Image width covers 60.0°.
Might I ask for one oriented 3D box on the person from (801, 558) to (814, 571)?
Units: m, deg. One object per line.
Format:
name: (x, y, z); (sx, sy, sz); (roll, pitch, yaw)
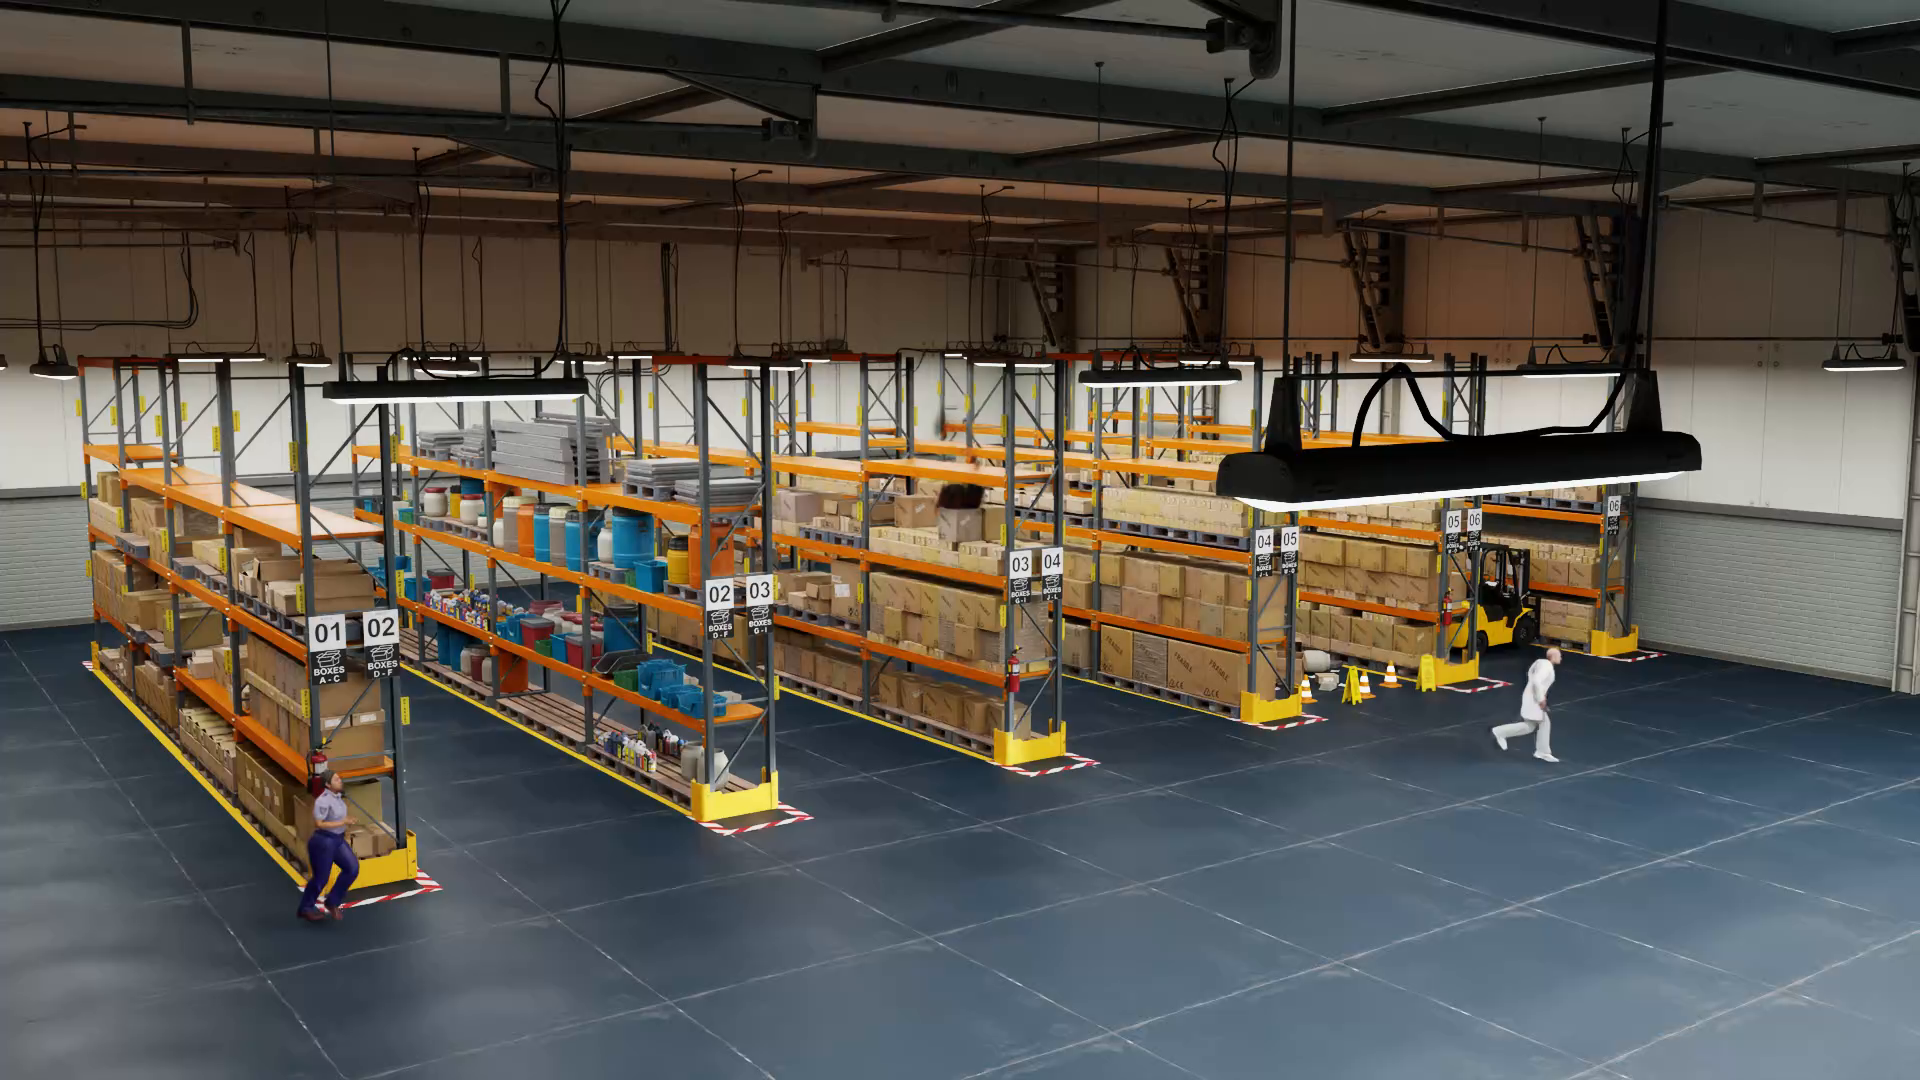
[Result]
person: (-3.829, 0.478, 42.161); (0.469, 1.512, 0.616); (1, 7, 7)

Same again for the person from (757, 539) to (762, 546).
person: (-4.617, 0.783, 38.610); (0.719, 1.786, 1.005); (-4, 8, -28)

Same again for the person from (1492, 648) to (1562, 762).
person: (8.548, 2.472, 25.077); (0.974, 1.739, 0.722); (1, 7, 8)

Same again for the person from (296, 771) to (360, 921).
person: (-6.869, 3.351, 18.179); (0.682, 1.660, 0.604); (1, 7, 4)
